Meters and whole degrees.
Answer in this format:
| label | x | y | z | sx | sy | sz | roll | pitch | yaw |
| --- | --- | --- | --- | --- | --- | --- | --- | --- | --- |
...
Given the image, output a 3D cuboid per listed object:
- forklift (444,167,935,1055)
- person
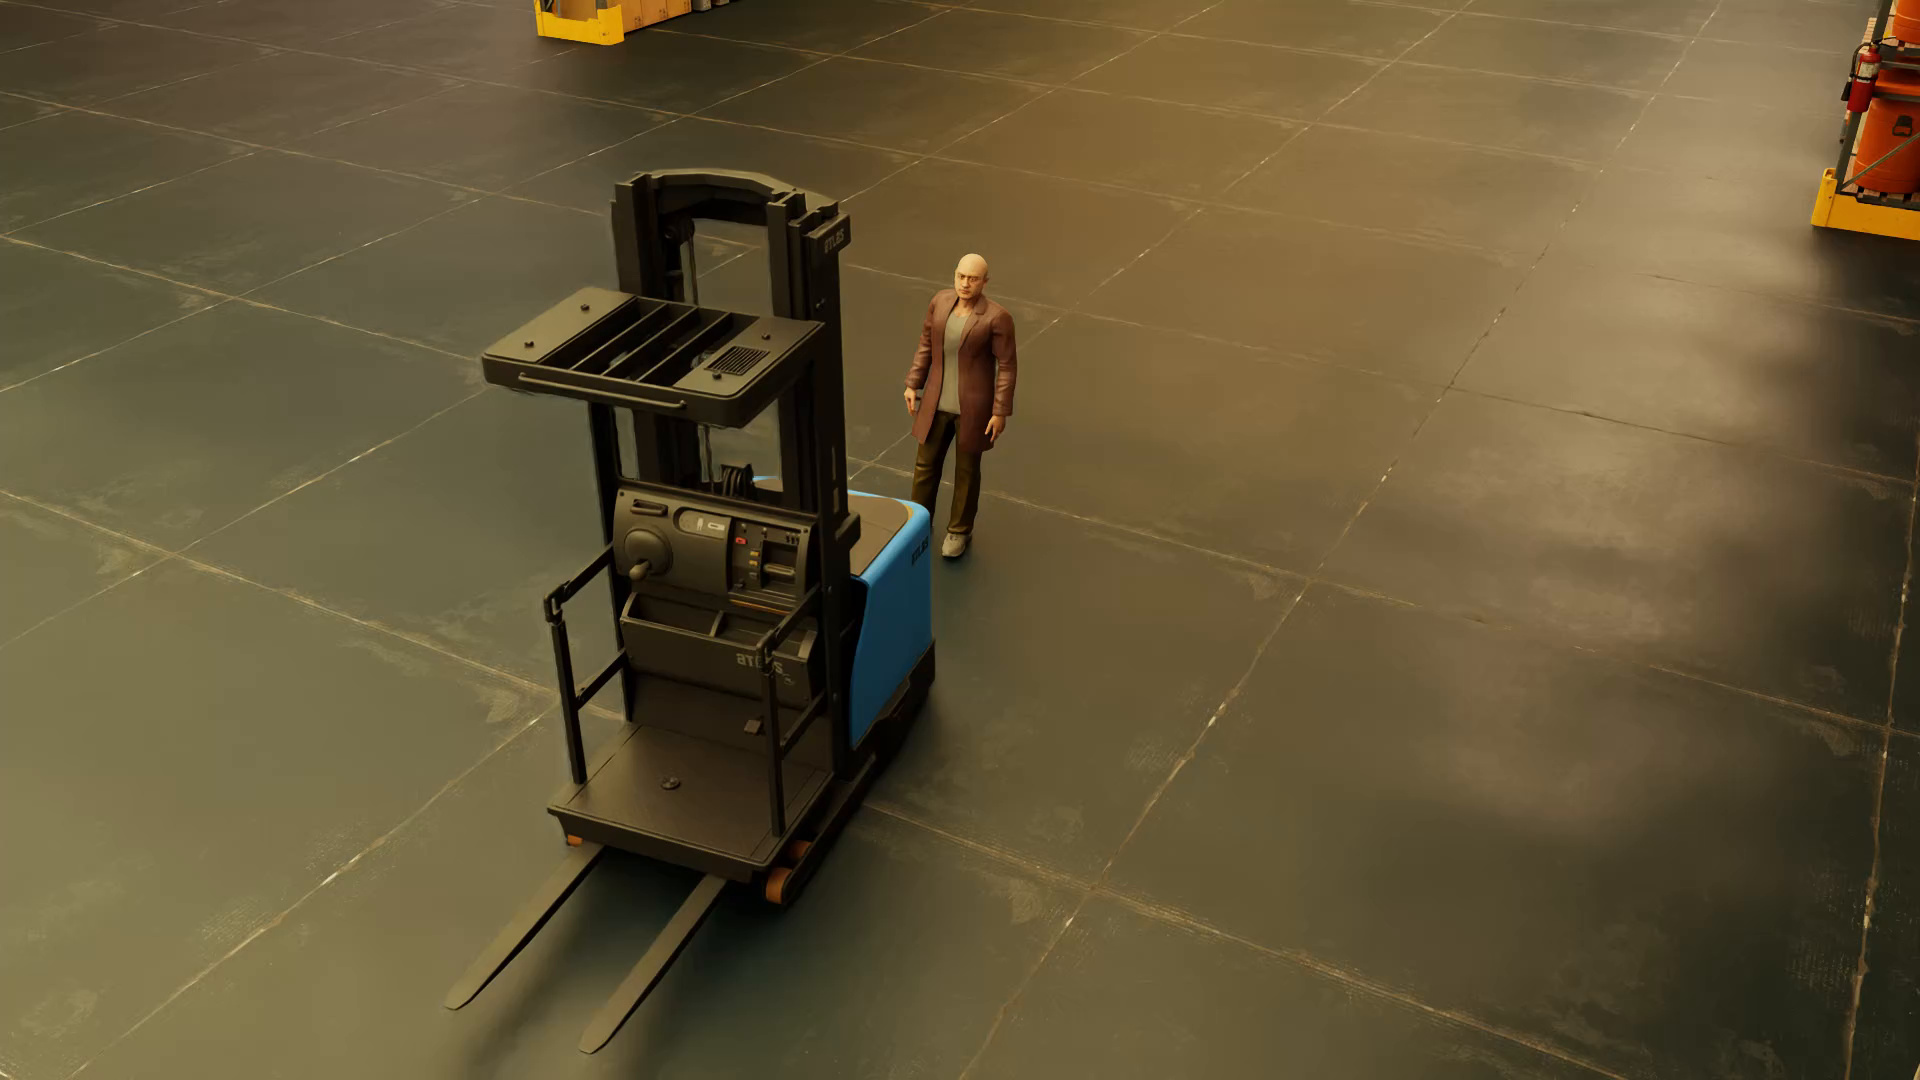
| label | x | y | z | sx | sy | sz | roll | pitch | yaw |
| --- | --- | --- | --- | --- | --- | --- | --- | --- | --- |
| forklift | -1.138 | 0.083 | 6.927 | 1.130 | 2.935 | 3.031 | 11 | 32 | 18 |
| person | -0.048 | -0.737 | 9.487 | 0.696 | 1.778 | 0.579 | 15 | 33 | 25 |
